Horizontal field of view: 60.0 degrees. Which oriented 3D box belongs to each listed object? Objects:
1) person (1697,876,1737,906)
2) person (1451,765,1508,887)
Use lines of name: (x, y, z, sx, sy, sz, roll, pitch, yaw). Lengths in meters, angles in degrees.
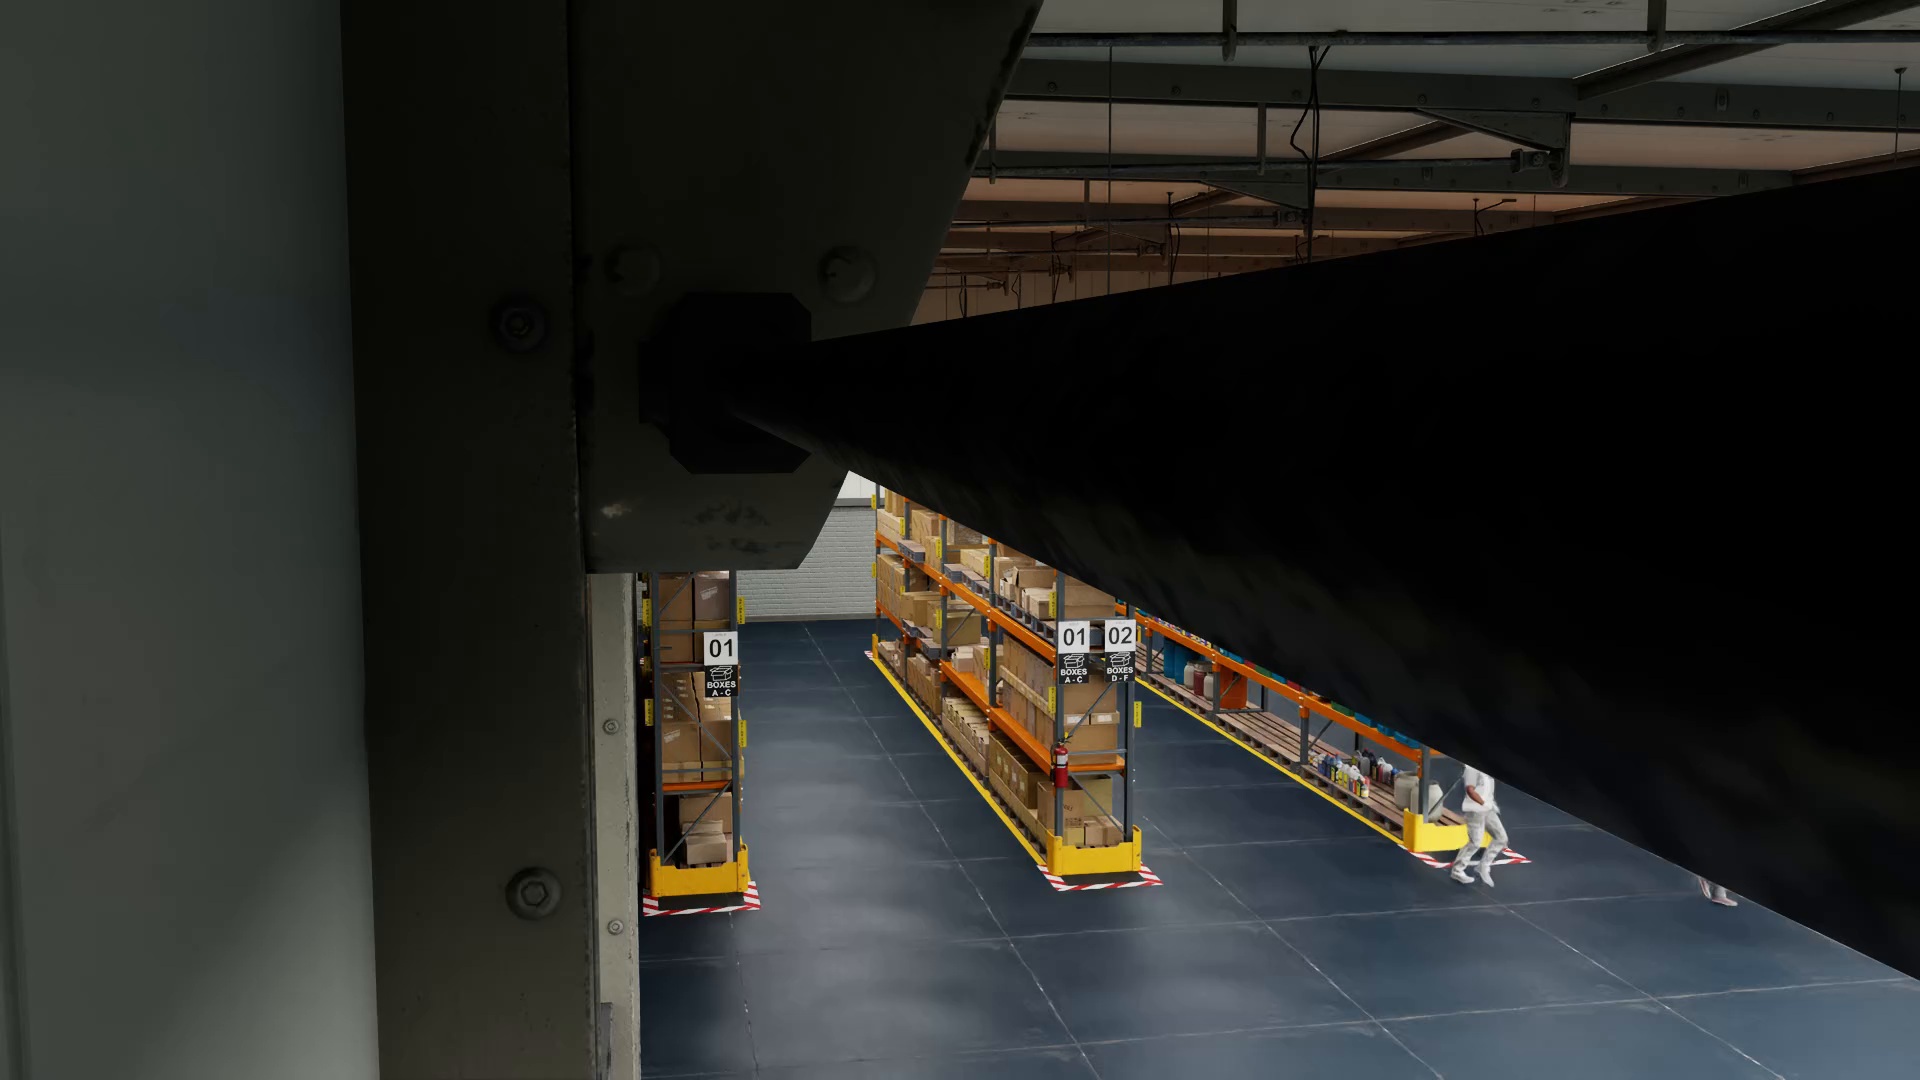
person: (9.067, 3.517, 19.695, 0.591, 1.626, 0.570, 2, 6, 21)
person: (6.450, 3.356, 20.520, 0.601, 1.766, 0.750, 4, 7, 36)
